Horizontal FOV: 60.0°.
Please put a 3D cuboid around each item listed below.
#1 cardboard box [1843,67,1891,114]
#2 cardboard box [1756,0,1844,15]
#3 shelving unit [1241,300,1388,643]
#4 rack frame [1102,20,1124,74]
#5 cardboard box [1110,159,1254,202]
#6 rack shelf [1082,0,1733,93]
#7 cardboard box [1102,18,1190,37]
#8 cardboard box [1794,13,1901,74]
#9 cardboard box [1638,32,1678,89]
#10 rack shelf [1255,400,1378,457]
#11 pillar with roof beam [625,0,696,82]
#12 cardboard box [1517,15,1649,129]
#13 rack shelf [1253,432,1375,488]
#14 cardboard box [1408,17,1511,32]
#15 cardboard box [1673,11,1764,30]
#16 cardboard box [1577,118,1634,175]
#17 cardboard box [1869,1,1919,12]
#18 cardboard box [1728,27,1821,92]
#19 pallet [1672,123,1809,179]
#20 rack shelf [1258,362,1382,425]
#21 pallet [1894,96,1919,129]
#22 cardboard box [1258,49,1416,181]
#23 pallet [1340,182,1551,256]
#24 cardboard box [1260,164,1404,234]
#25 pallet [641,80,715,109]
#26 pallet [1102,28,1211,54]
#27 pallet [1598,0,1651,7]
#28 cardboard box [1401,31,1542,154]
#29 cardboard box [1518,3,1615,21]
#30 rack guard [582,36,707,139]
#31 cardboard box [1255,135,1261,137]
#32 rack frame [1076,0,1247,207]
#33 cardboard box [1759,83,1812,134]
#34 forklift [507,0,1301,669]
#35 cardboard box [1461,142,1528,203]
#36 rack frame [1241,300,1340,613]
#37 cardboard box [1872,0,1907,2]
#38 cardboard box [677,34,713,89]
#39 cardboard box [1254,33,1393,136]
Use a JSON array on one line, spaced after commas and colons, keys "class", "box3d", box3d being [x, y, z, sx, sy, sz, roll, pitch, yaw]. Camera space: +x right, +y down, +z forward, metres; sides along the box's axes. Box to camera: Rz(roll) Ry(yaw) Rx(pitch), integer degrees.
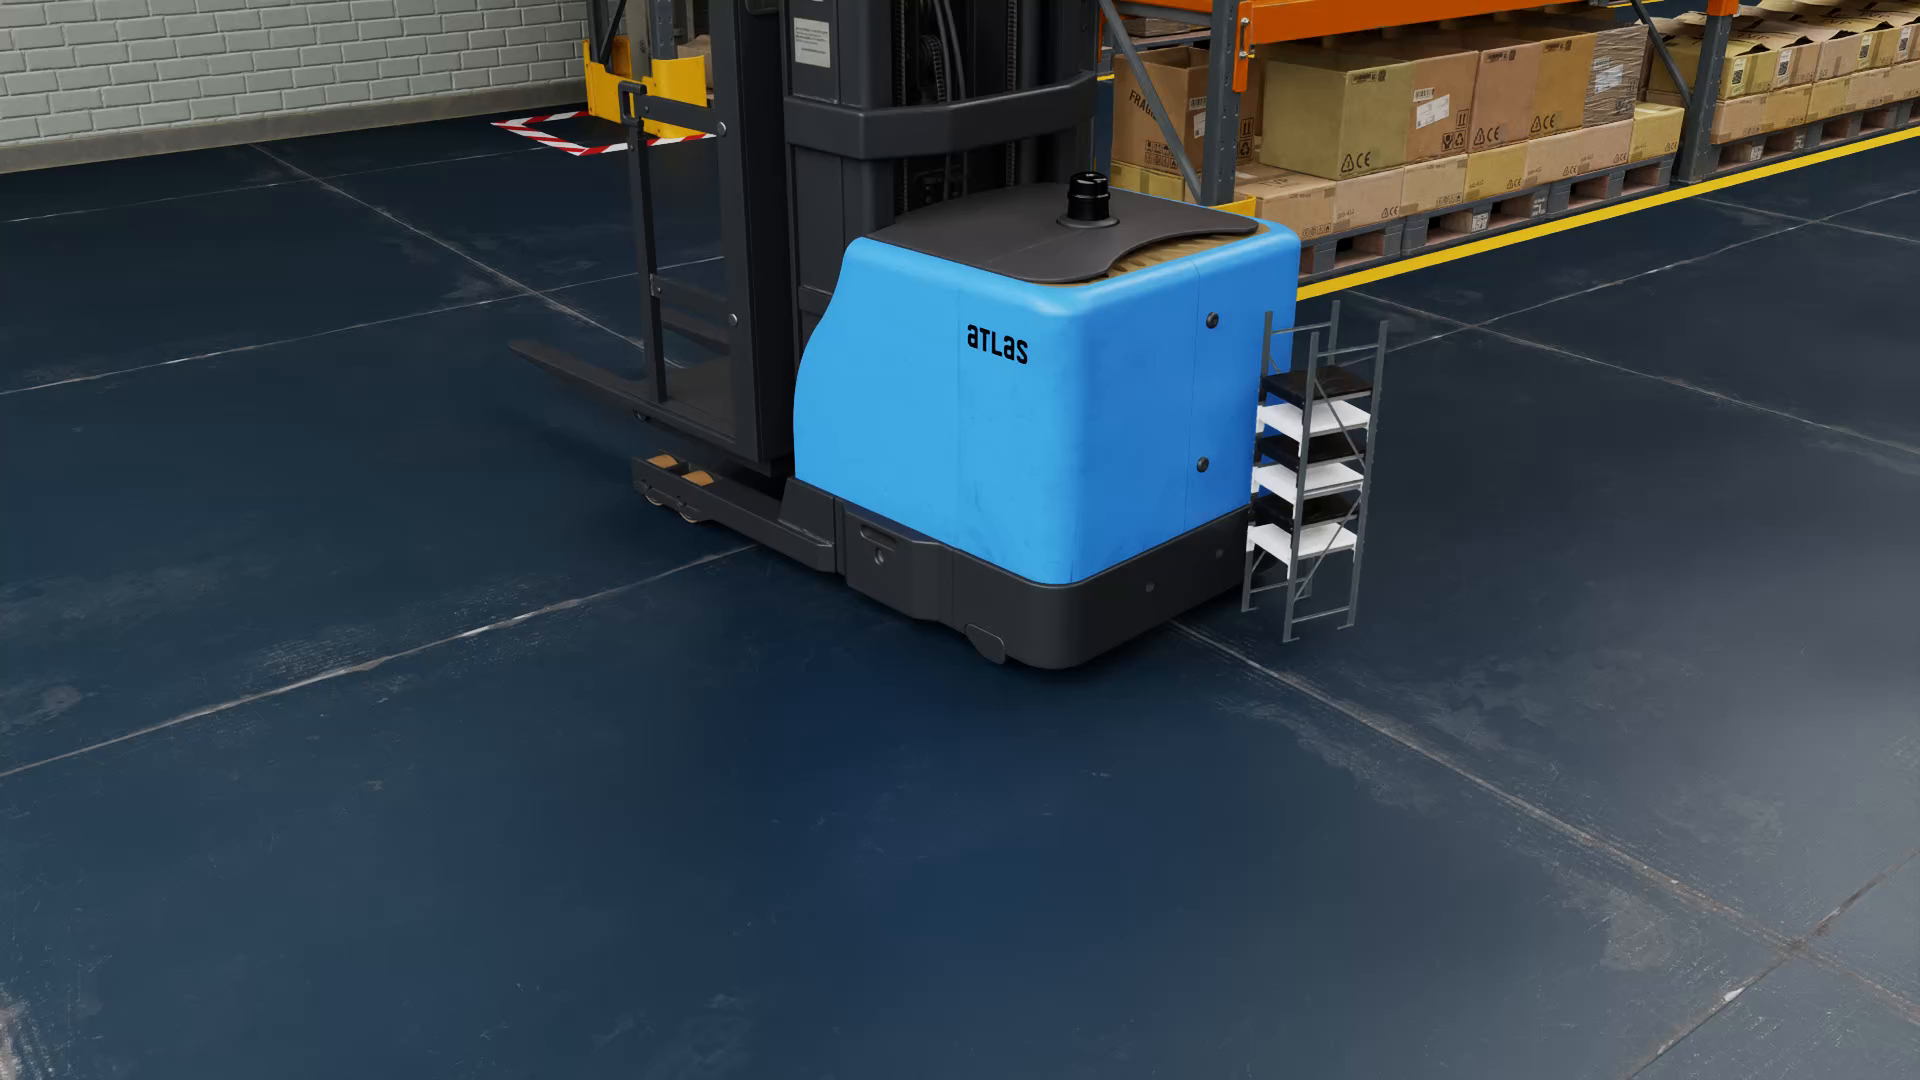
[{"class": "cardboard box", "box3d": [5.679, -2.972, 10.858, 0.500, 0.250, 0.500, -18, 30, -33]}, {"class": "cardboard box", "box3d": [5.742, -3.534, 11.402, 0.500, 0.311, 0.500, -19, 31, -35]}, {"class": "shelving unit", "box3d": [0.966, -0.182, 4.573, 0.258, 0.900, 0.210, -11, 27, -23]}, {"class": "rack frame", "box3d": [0.939, -5.247, 12.992, 0.127, 3.000, 1.000, -18, 31, -34]}, {"class": "cardboard box", "box3d": [1.091, -1.748, 8.221, 0.500, 0.250, 0.500, -18, 31, -34]}, {"class": "rack shelf", "box3d": [2.425, -2.761, 8.490, 4.000, 0.370, 1.077, -18, 31, -34]}, {"class": "cardboard box", "box3d": [1.508, -4.509, 13.849, 0.500, 0.500, 0.700, -17, 30, -32]}, {"class": "cardboard box", "box3d": [5.686, -3.229, 10.745, 0.500, 0.311, 0.500, -17, 30, -33]}, {"class": "cardboard box", "box3d": [4.140, -3.004, 10.262, 0.500, 0.311, 0.500, -18, 31, -34]}, {"class": "rack shelf", "box3d": [0.966, -0.315, 4.511, 0.258, 0.077, 0.200, -11, 27, -23]}, {"class": "pillar with roof beam", "box3d": [0.465, -5.971, 7.426, 0.400, 9.000, 9.100, -18, 31, -34]}, {"class": "cardboard box", "box3d": [3.368, -2.571, 9.103, 0.500, 0.500, 0.500, -18, 31, -34]}, {"class": "rack shelf", "box3d": [0.966, -0.233, 4.549, 0.258, 0.077, 0.200, -11, 27, -23]}, {"class": "cardboard box", "box3d": [2.654, -2.613, 9.195, 0.500, 0.500, 0.500, -18, 31, -34]}, {"class": "cardboard box", "box3d": [4.940, -3.270, 10.835, 0.500, 0.311, 0.500, -18, 31, -34]}, {"class": "cardboard box", "box3d": [3.369, -2.230, 9.260, 0.500, 0.250, 0.500, -18, 31, -34]}, {"class": "cardboard box", "box3d": [6.481, -3.488, 11.305, 0.500, 0.311, 0.500, -19, 31, -35]}, {"class": "cardboard box", "box3d": [4.875, -2.957, 10.160, 0.500, 0.311, 0.500, -19, 31, -35]}, {"class": "pallet", "box3d": [4.554, -2.546, 10.485, 1.213, 0.211, 1.003, -18, 31, -34]}, {"class": "rack shelf", "box3d": [0.966, -0.397, 4.473, 0.258, 0.077, 0.200, -11, 27, -23]}, {"class": "pallet", "box3d": [6.474, -3.180, 11.851, 1.213, 0.211, 1.003, -18, 31, -34]}, {"class": "cardboard box", "box3d": [1.802, -2.047, 7.974, 0.500, 0.500, 0.500, -18, 31, -34]}, {"class": "pallet", "box3d": [2.386, -1.830, 8.943, 1.213, 0.211, 1.003, -18, 31, -34]}, {"class": "cardboard box", "box3d": [1.801, -1.707, 8.133, 0.500, 0.250, 0.500, -18, 31, -34]}, {"class": "pallet", "box3d": [-1.488, -3.162, 11.812, 1.213, 0.211, 1.003, -18, 31, -34]}, {"class": "pallet", "box3d": [1.551, -4.184, 14.016, 1.213, 0.211, 1.003, -18, 31, -34]}, {"class": "pallet", "box3d": [6.674, -5.834, 17.571, 1.213, 0.211, 1.003, -18, 31, -34]}, {"class": "cardboard box", "box3d": [2.592, -2.305, 8.531, 0.500, 0.500, 0.500, -18, 31, -34]}, {"class": "cardboard box", "box3d": [3.440, -2.873, 9.754, 0.500, 0.500, 0.500, -18, 31, -34]}, {"class": "rack guard", "box3d": [-2.149, -3.093, 11.322, 0.348, 0.500, 1.175, -18, 31, -34]}, {"class": "cardboard box", "box3d": [1.869, -2.012, 8.790, 0.500, 0.250, 0.500, -18, 31, -34]}, {"class": "rack frame", "box3d": [0.851, -2.567, 7.219, 0.127, 3.000, 1.000, -18, 31, -34]}, {"class": "cardboard box", "box3d": [4.872, -2.705, 10.282, 0.500, 0.250, 0.500, -17, 30, -33]}, {"class": "forklift", "box3d": [-0.435, -1.518, 5.039, 1.130, 2.935, 3.031, -22, 33, -39]}, {"class": "cardboard box", "box3d": [2.592, -1.965, 8.689, 0.500, 0.250, 0.500, -18, 31, -34]}, {"class": "rack frame", "box3d": [0.922, -0.221, 4.656, 0.240, 0.900, 0.006, -11, 27, -23]}, {"class": "cardboard box", "box3d": [6.553, -3.804, 11.986, 0.500, 0.311, 0.500, -17, 30, -32]}, {"class": "cardboard box", "box3d": [-1.609, -3.337, 11.549, 0.500, 0.311, 0.500, -23, 33, -40]}, {"class": "cardboard box", "box3d": [1.867, -2.353, 8.634, 0.500, 0.500, 0.500, -18, 31, -34]}]
